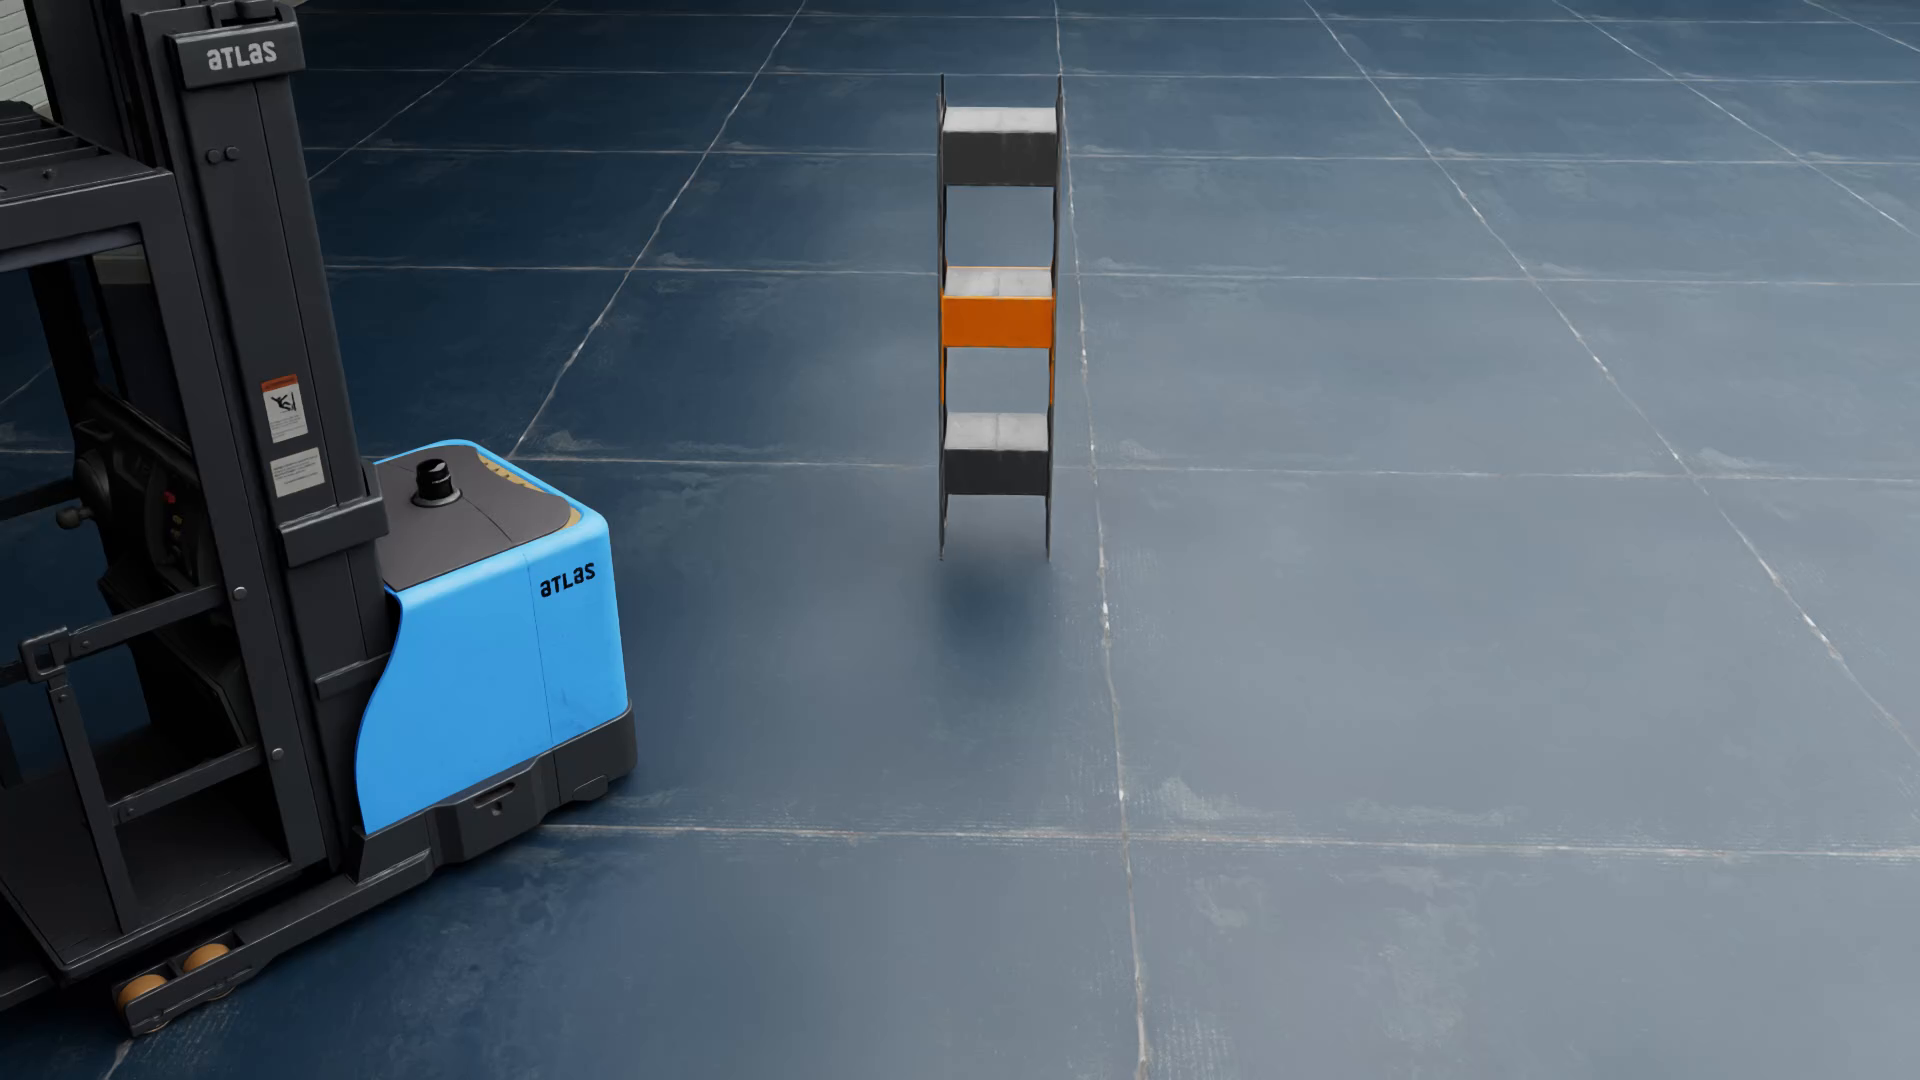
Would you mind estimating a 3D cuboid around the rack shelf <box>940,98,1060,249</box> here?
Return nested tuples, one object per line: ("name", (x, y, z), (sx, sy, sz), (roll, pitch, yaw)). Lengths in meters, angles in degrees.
("rack shelf", (0.165, -1.531, 6.932), (0.480, 0.518, 0.431), (1, 28, 2))

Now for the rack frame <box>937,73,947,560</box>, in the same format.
("rack frame", (-0.078, -0.929, 7.261), (0.015, 2.100, 0.400), (1, 28, 2))

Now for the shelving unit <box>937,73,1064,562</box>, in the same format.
("shelving unit", (0.165, -0.925, 7.253), (0.503, 2.100, 0.431), (1, 28, 2))

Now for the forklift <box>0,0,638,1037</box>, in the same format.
("forklift", (-2.576, -0.097, 4.803), (3.031, 2.935, 1.130), (-25, 37, -39))

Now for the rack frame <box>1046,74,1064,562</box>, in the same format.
("rack frame", (0.409, -0.921, 7.245), (0.015, 2.100, 0.400), (1, 28, 2))

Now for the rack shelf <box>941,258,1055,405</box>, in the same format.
("rack shelf", (0.165, -0.913, 7.259), (0.480, 0.518, 0.431), (1, 28, 2))

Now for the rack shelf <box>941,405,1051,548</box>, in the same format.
("rack shelf", (0.165, -0.294, 7.587), (0.480, 0.518, 0.431), (1, 28, 2))
